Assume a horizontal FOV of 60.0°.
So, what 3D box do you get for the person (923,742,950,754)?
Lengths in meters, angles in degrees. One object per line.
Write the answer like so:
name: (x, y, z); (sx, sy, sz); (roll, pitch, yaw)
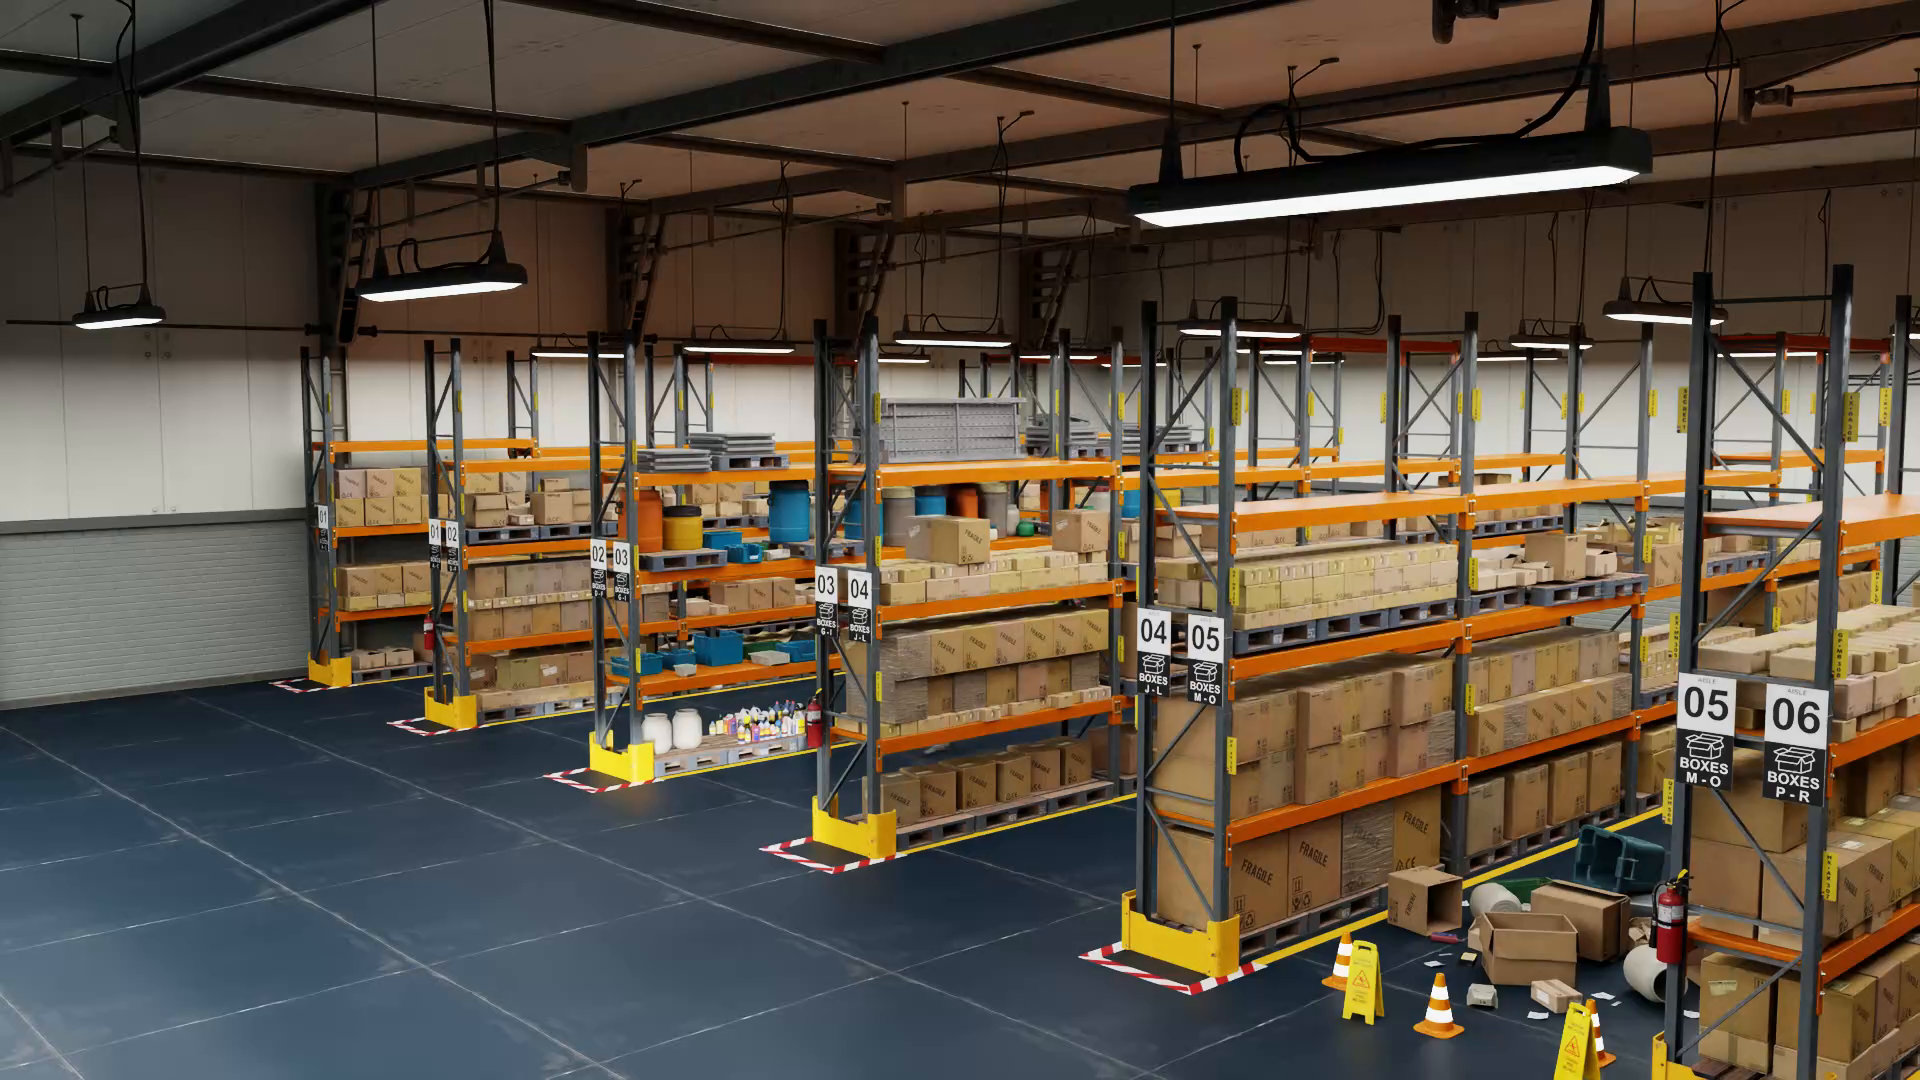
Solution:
person: (-0.262, 2.134, 23.866); (0.377, 1.826, 0.619); (3, 6, 28)
